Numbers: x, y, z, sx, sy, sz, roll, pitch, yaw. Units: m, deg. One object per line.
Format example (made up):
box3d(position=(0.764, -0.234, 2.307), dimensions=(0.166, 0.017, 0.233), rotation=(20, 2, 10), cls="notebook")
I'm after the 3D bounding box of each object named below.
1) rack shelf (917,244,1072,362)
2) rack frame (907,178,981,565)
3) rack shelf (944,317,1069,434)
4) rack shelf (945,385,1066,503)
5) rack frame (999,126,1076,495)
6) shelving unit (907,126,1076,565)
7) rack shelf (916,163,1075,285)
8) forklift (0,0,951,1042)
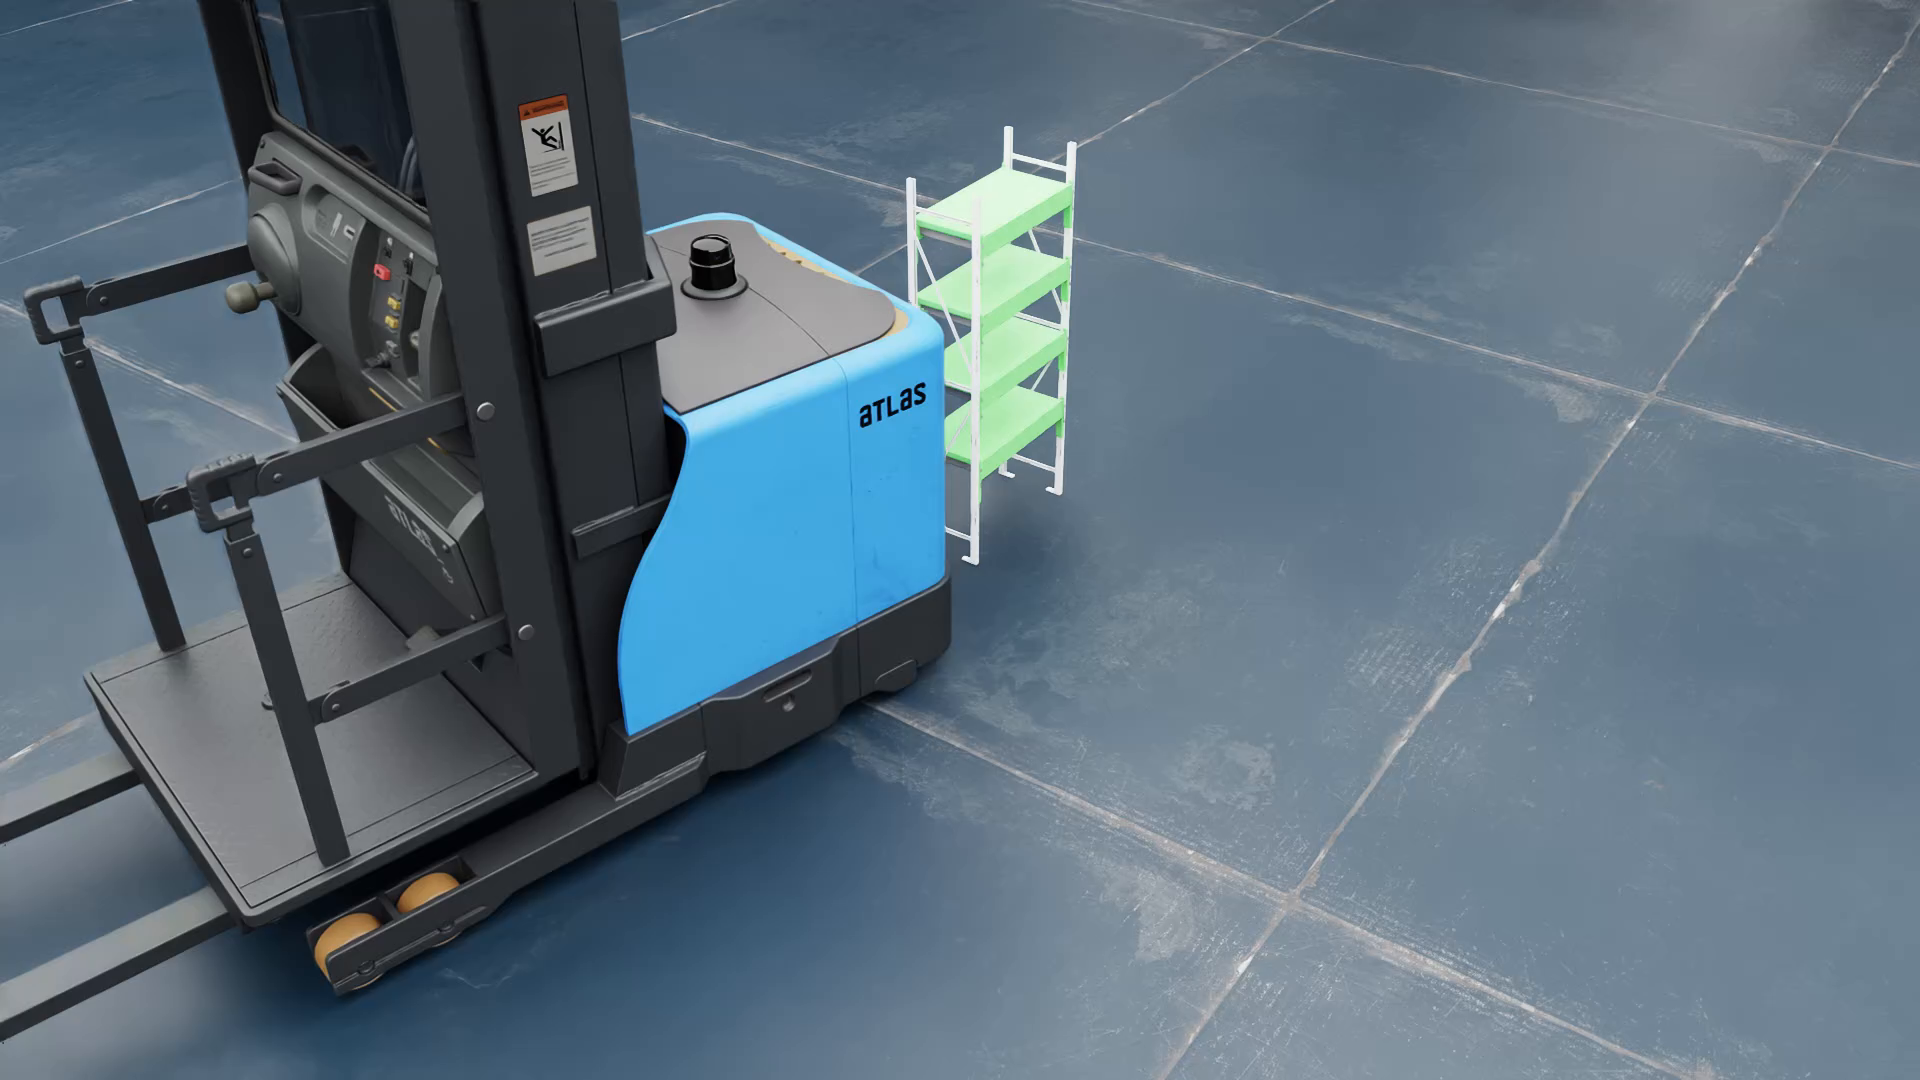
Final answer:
box3d(position=(0.094, -0.719, 4.928), dimensions=(0.258, 0.148, 0.480), rotation=(21, 39, 28), cls="rack shelf")
box3d(position=(-0.045, -0.461, 4.860), dimensions=(0.240, 1.200, 0.015), rotation=(21, 39, 28), cls="rack frame")
box3d(position=(0.094, -0.520, 5.062), dimensions=(0.258, 0.148, 0.480), rotation=(21, 39, 28), cls="rack shelf")
box3d(position=(0.094, -0.321, 5.197), dimensions=(0.258, 0.148, 0.480), rotation=(21, 39, 28), cls="rack shelf")
box3d(position=(0.234, -0.685, 5.193), dimensions=(0.240, 1.200, 0.015), rotation=(21, 39, 28), cls="rack frame")
box3d(position=(0.094, -0.573, 5.027), dimensions=(0.258, 1.200, 0.503), rotation=(21, 39, 28), cls="shelving unit")
box3d(position=(0.094, -0.918, 4.793), dimensions=(0.258, 0.148, 0.480), rotation=(21, 39, 28), cls="rack shelf")
box3d(position=(-1.472, -0.536, 3.426), dimensions=(3.031, 2.935, 1.130), rotation=(-26, 42, -33), cls="forklift")
